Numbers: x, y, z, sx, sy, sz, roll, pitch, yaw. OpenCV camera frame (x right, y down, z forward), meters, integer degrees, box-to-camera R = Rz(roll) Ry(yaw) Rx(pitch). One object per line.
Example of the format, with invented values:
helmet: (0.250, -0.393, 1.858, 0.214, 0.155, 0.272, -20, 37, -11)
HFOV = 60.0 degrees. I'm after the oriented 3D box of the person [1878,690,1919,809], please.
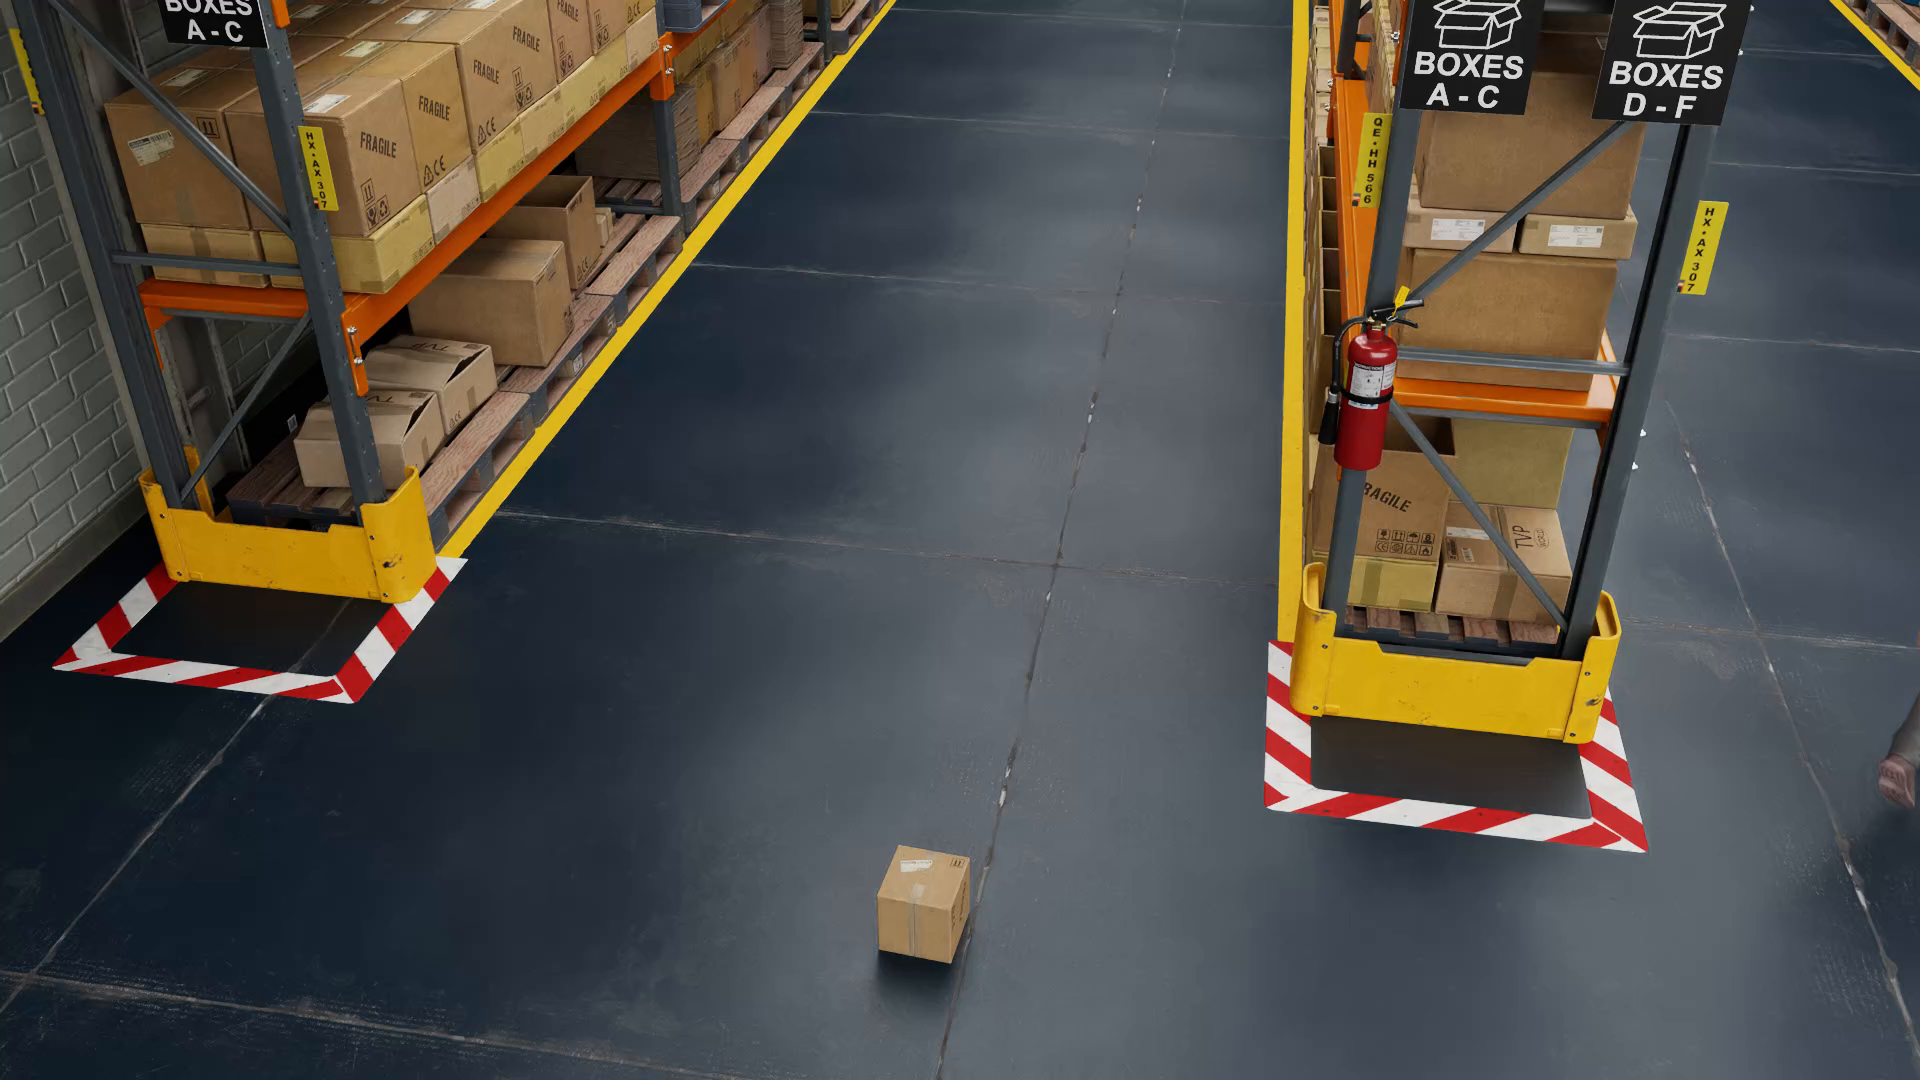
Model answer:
person: (3.565, 0.290, 5.657, 0.460, 1.652, 0.452, -22, 38, -30)
